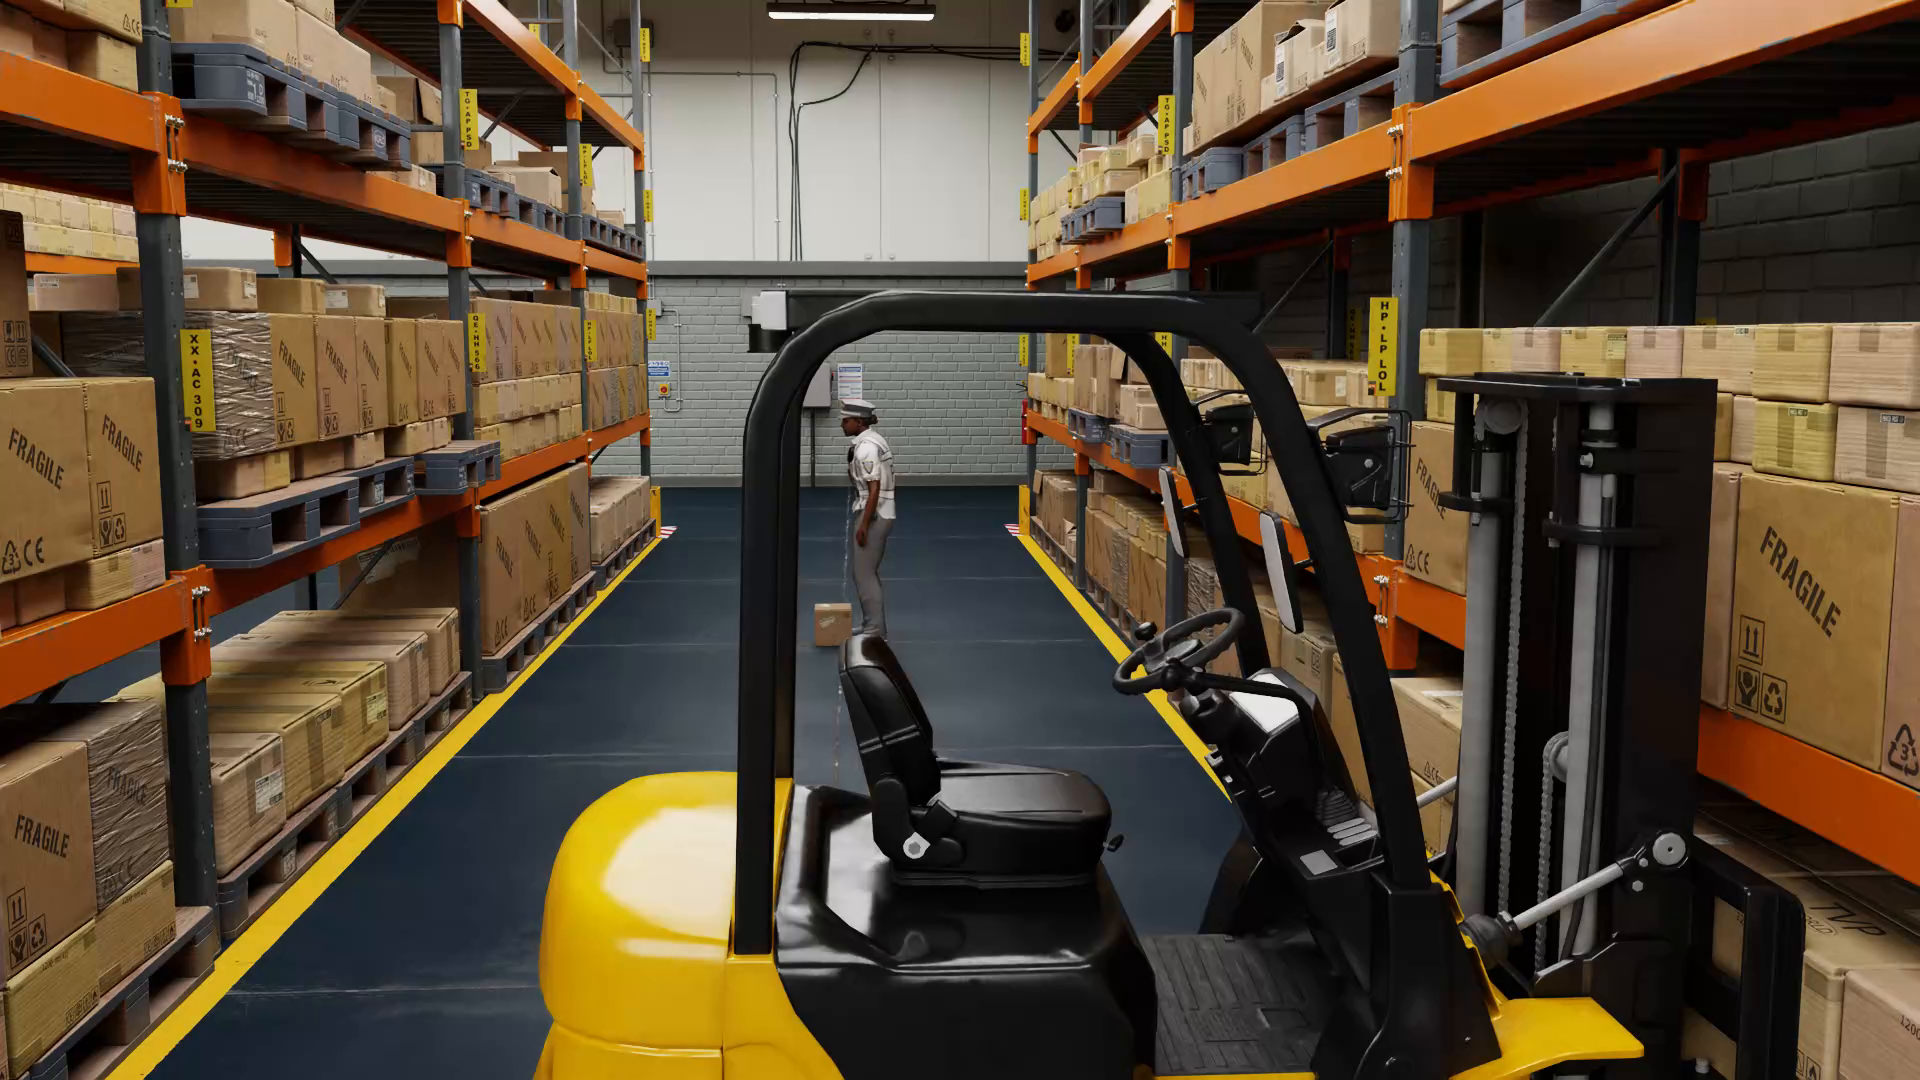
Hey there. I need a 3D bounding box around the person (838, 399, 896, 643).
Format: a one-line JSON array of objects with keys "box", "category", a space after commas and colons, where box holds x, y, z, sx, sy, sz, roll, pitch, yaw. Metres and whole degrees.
[{"box": [-0.631, -0.125, 11.268, 0.391, 1.661, 0.530, -1, 7, -5], "category": "person"}]
